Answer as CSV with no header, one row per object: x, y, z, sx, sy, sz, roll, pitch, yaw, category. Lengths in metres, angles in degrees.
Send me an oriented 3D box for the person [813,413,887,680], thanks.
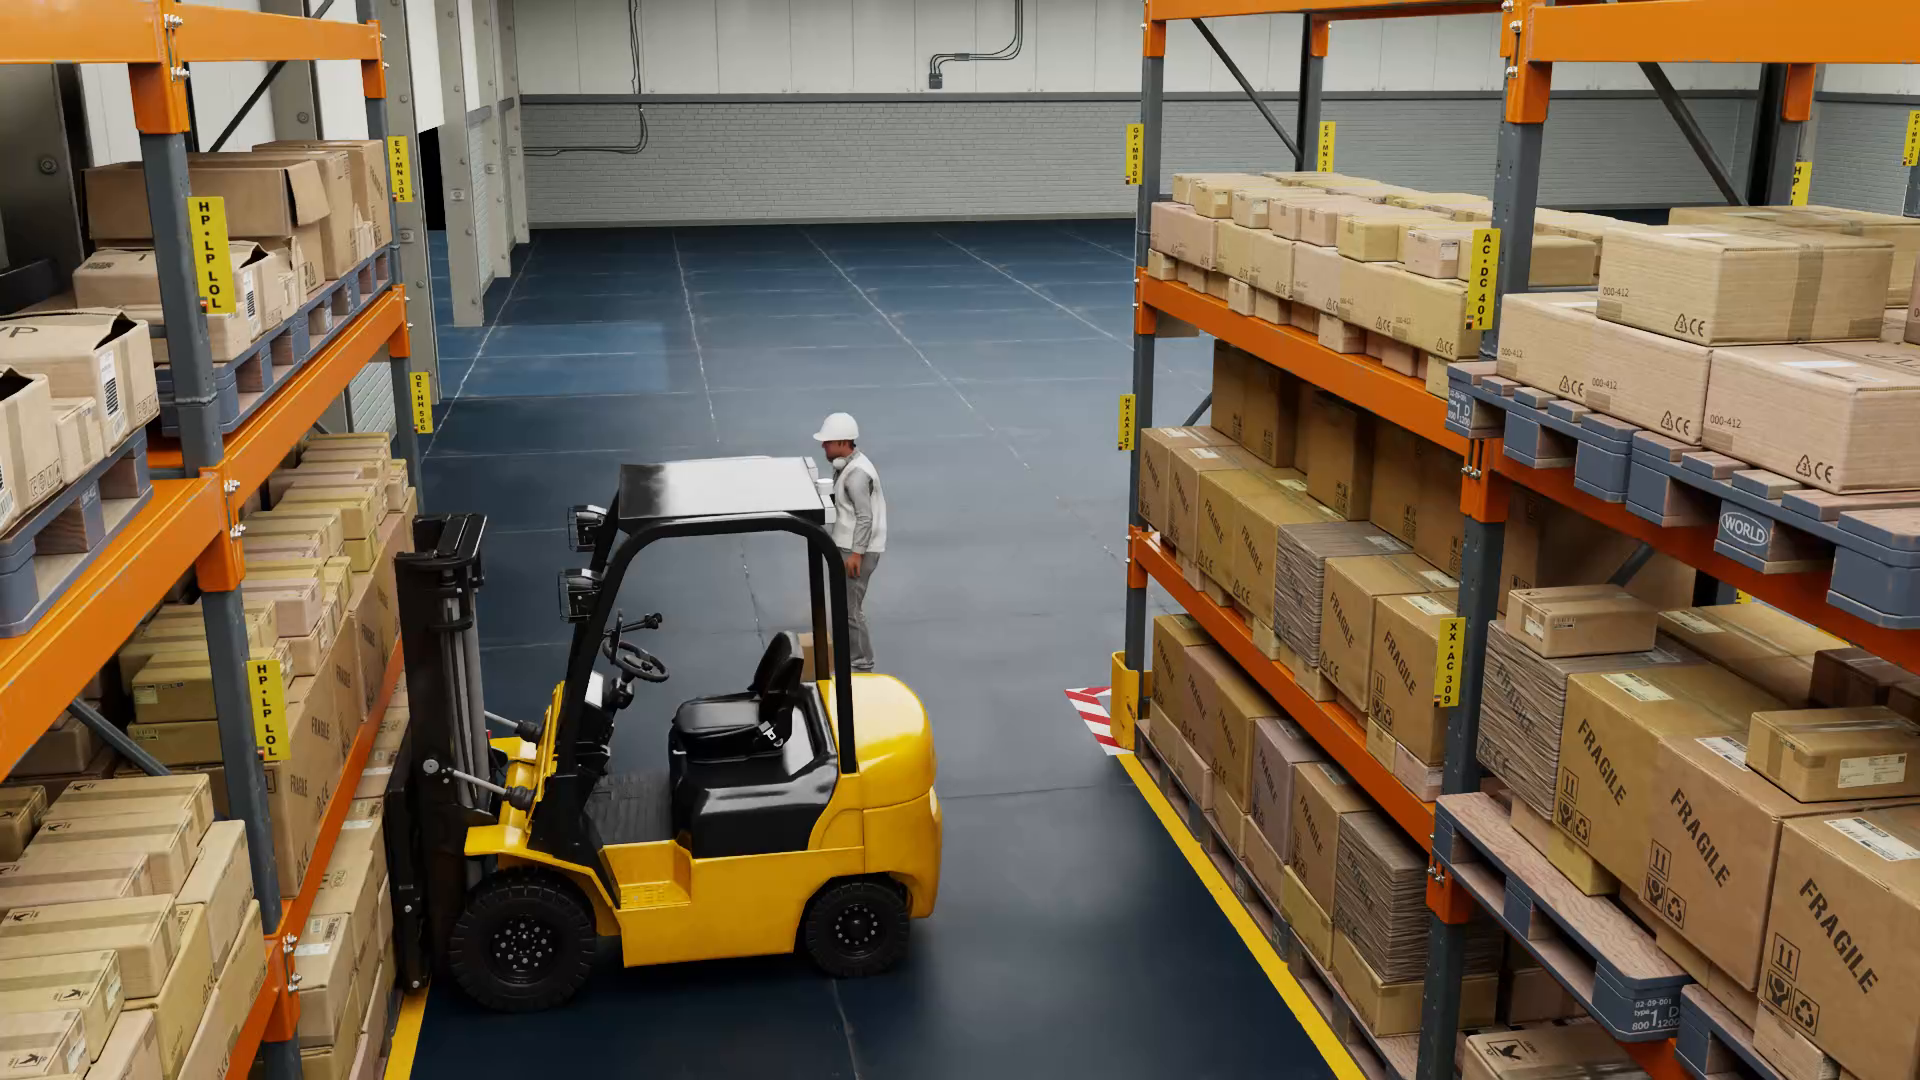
-0.718,0.032,10.880,0.465,1.770,0.591,-4,17,-14,person
